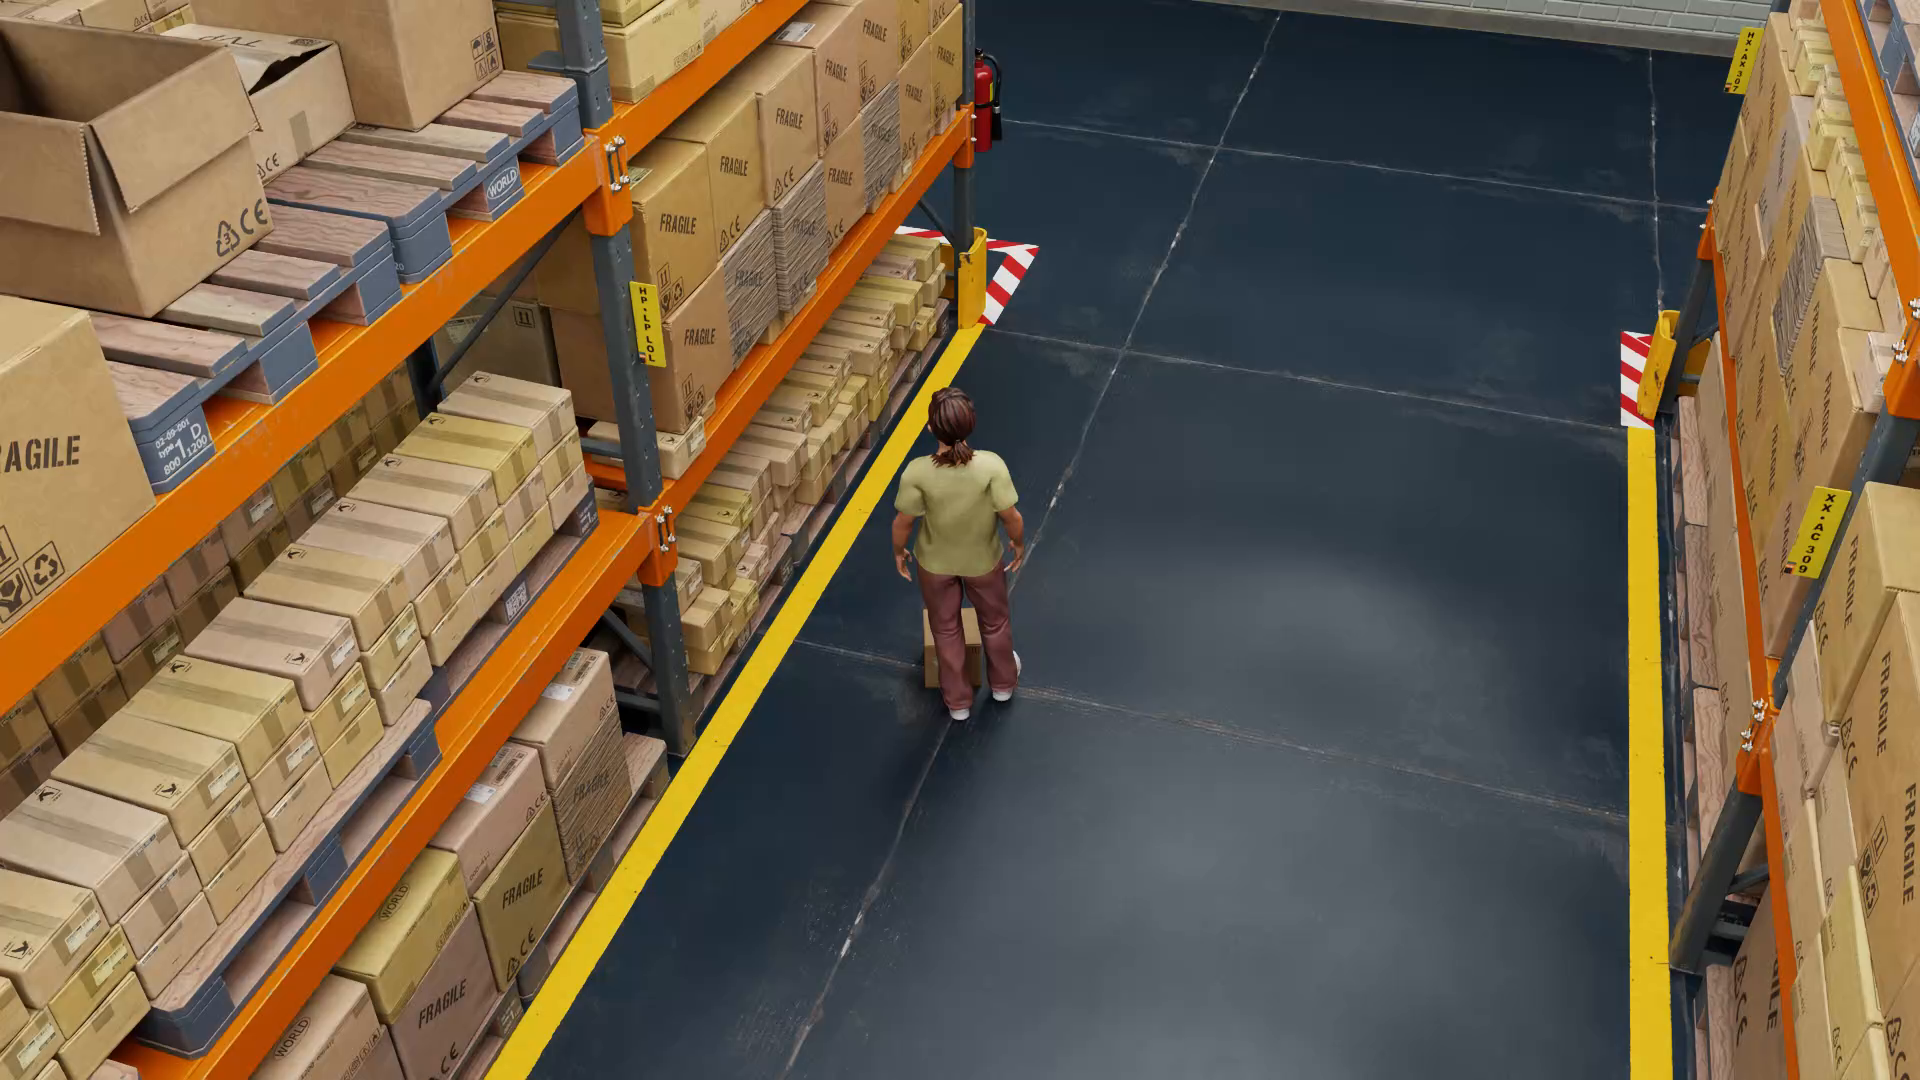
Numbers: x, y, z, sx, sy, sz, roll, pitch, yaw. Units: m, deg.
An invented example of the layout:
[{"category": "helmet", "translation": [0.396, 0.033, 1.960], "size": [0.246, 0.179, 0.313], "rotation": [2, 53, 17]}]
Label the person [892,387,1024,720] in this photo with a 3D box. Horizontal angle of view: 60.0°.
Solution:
[{"category": "person", "translation": [0.002, 0.038, 6.826], "size": [0.553, 1.676, 0.549], "rotation": [-1, 37, -1]}]
